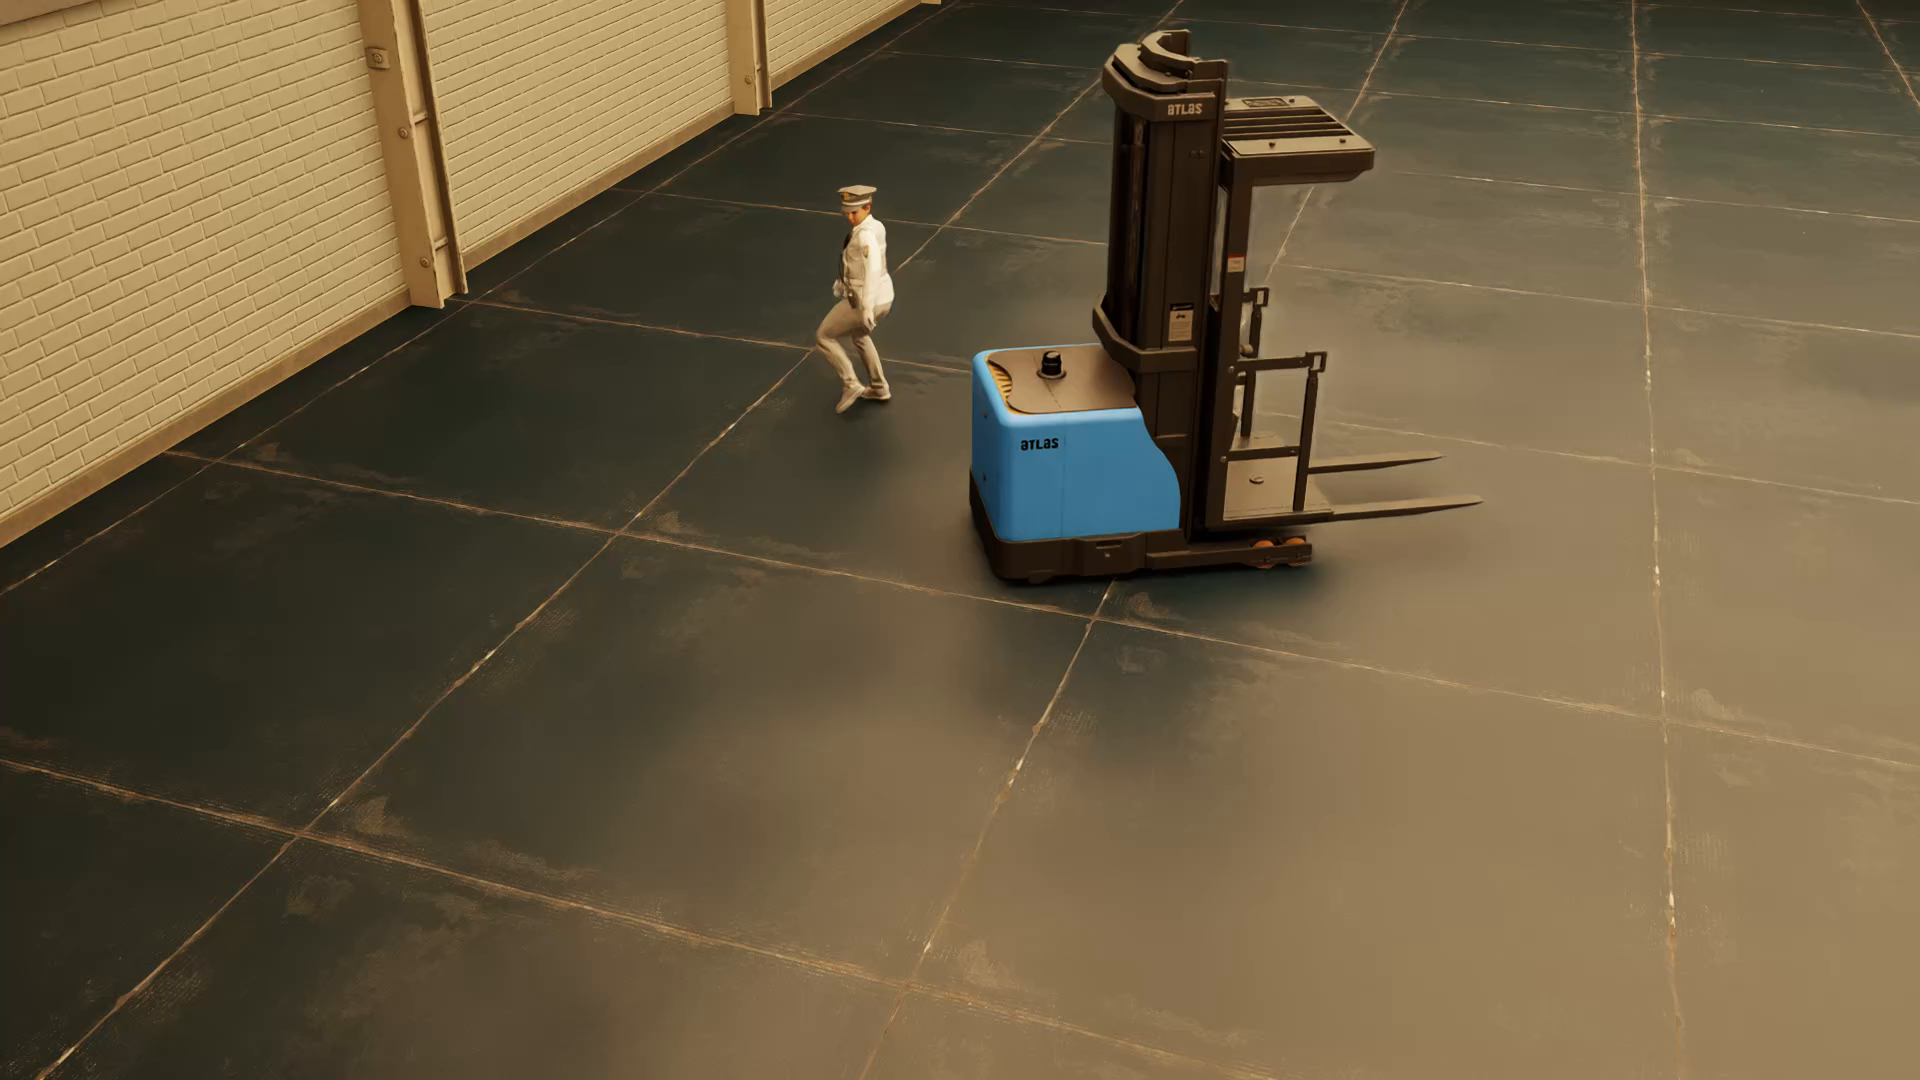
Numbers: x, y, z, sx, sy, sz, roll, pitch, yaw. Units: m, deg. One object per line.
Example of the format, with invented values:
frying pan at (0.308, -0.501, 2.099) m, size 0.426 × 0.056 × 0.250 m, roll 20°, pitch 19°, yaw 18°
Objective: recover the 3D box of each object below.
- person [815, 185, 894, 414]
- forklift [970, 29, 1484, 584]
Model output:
person at (-0.692, -1.645, 11.406) m, size 0.615 × 1.575 × 0.703 m, roll 14°, pitch 32°, yaw 23°
forklift at (1.624, -1.356, 9.514) m, size 3.031 × 2.935 × 1.130 m, roll -5°, pitch 30°, yaw -8°
